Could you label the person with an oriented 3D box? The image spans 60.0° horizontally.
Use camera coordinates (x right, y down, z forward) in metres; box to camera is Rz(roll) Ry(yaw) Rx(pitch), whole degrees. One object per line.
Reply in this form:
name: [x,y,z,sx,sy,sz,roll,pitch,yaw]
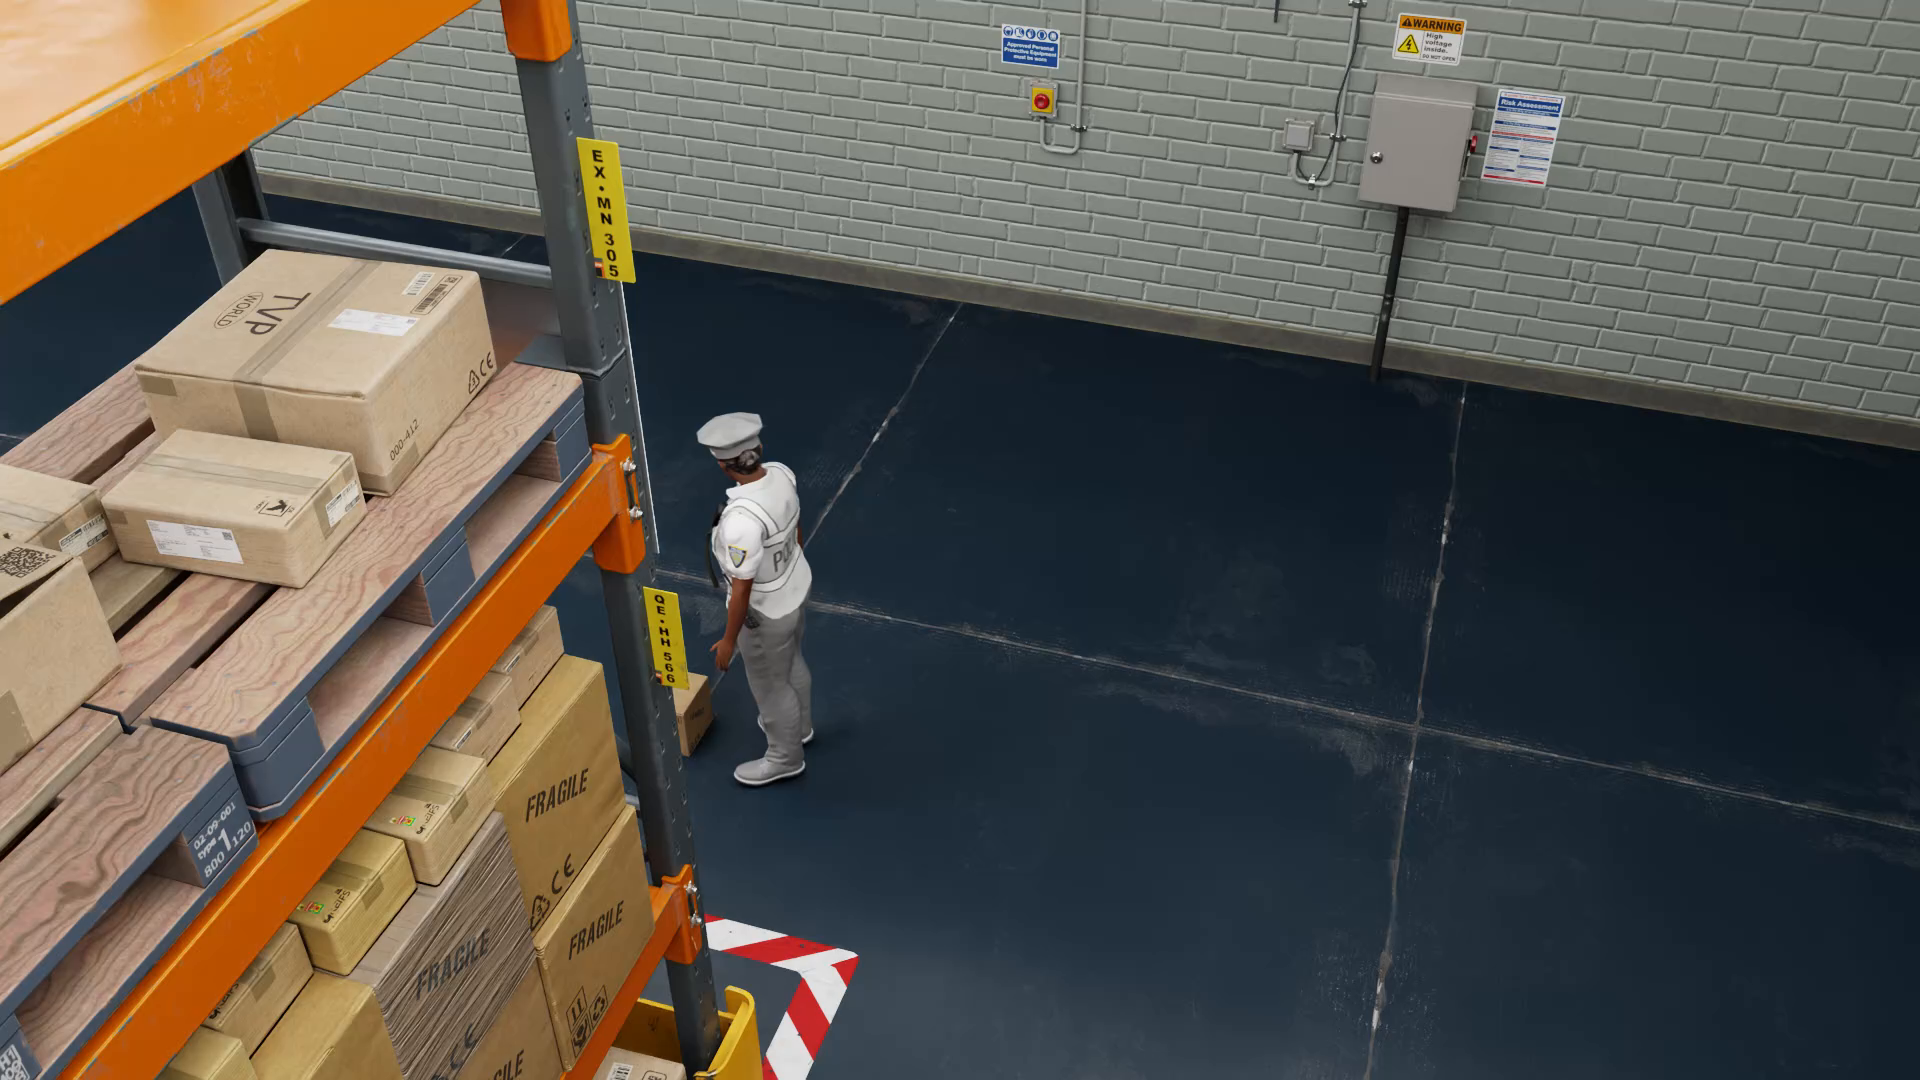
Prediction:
person: [-0.790,0.266,6.528,0.397,1.672,0.537,7,38,9]
